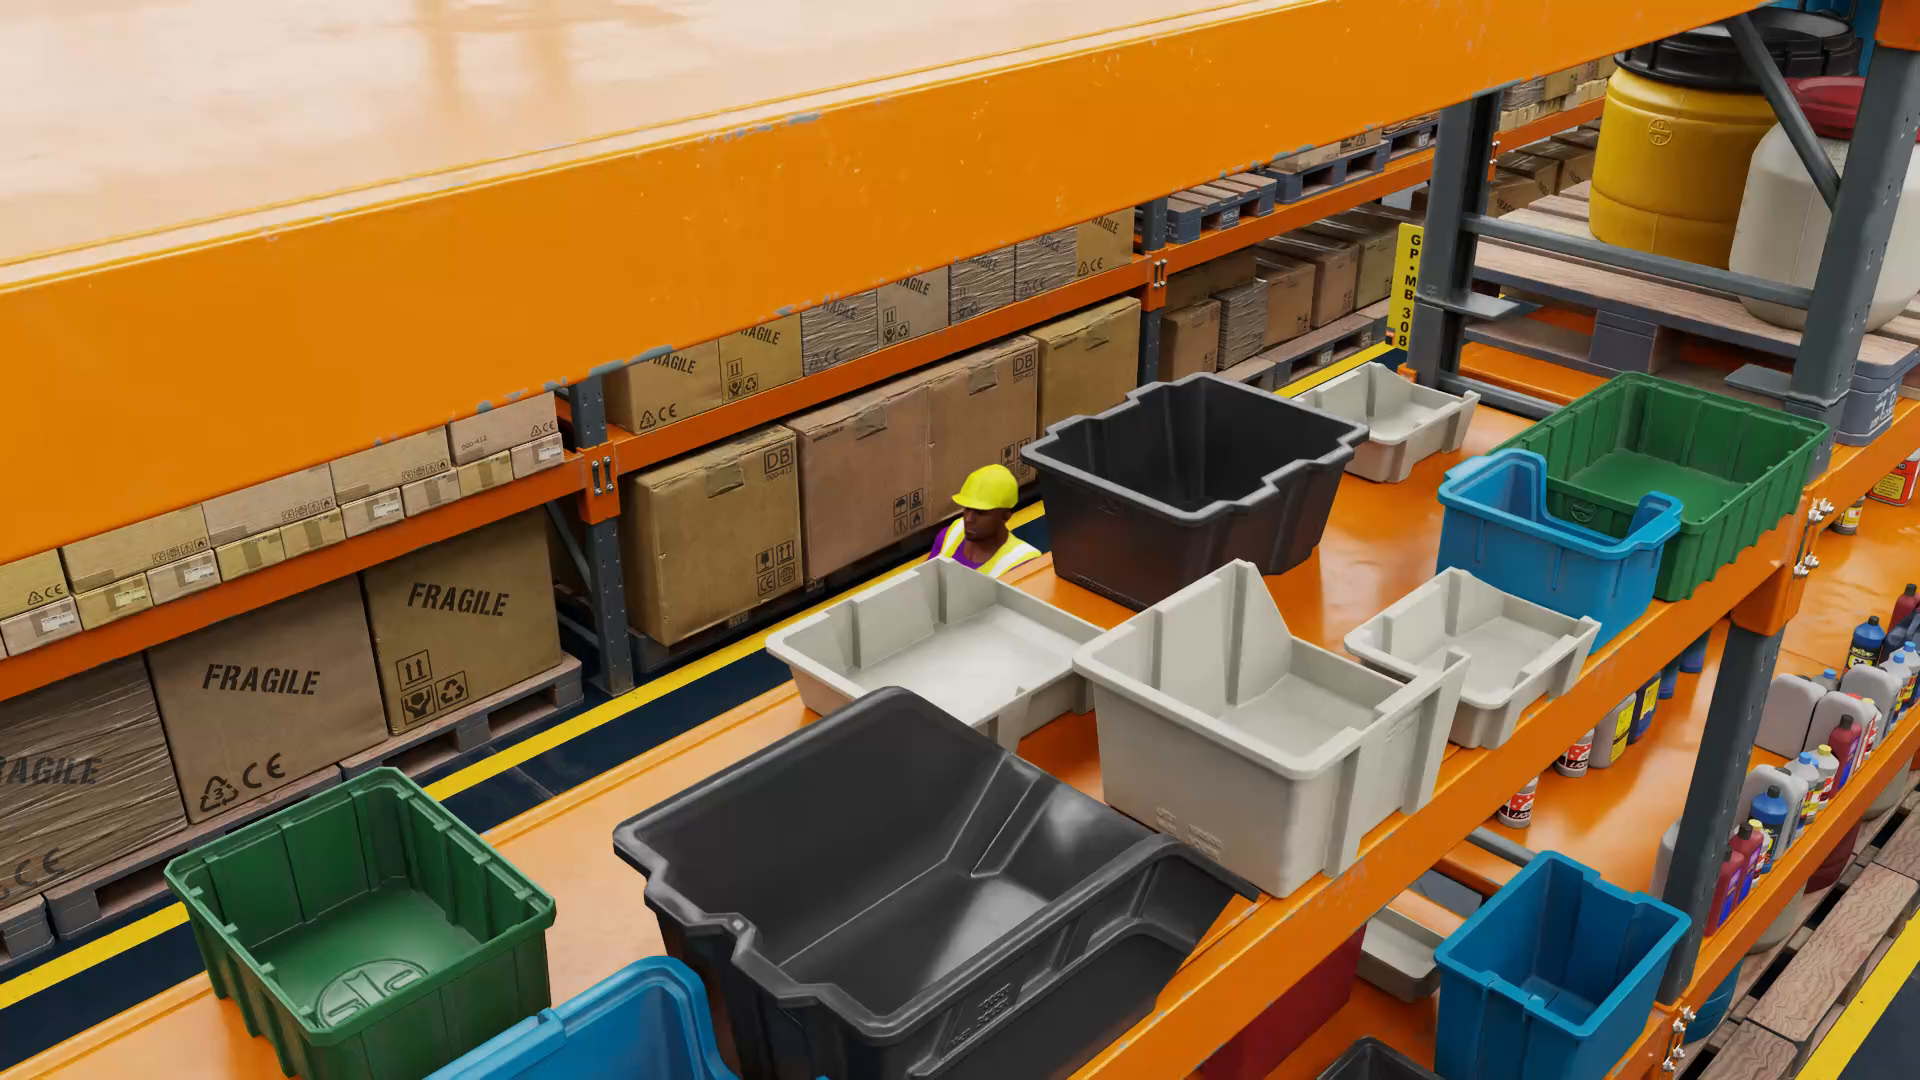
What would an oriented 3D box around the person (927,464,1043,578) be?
[{"bbox_3d":[-0.007,0.556,6.538,0.586,1.760,0.503,-24,36,-38],"label":"person"}]
